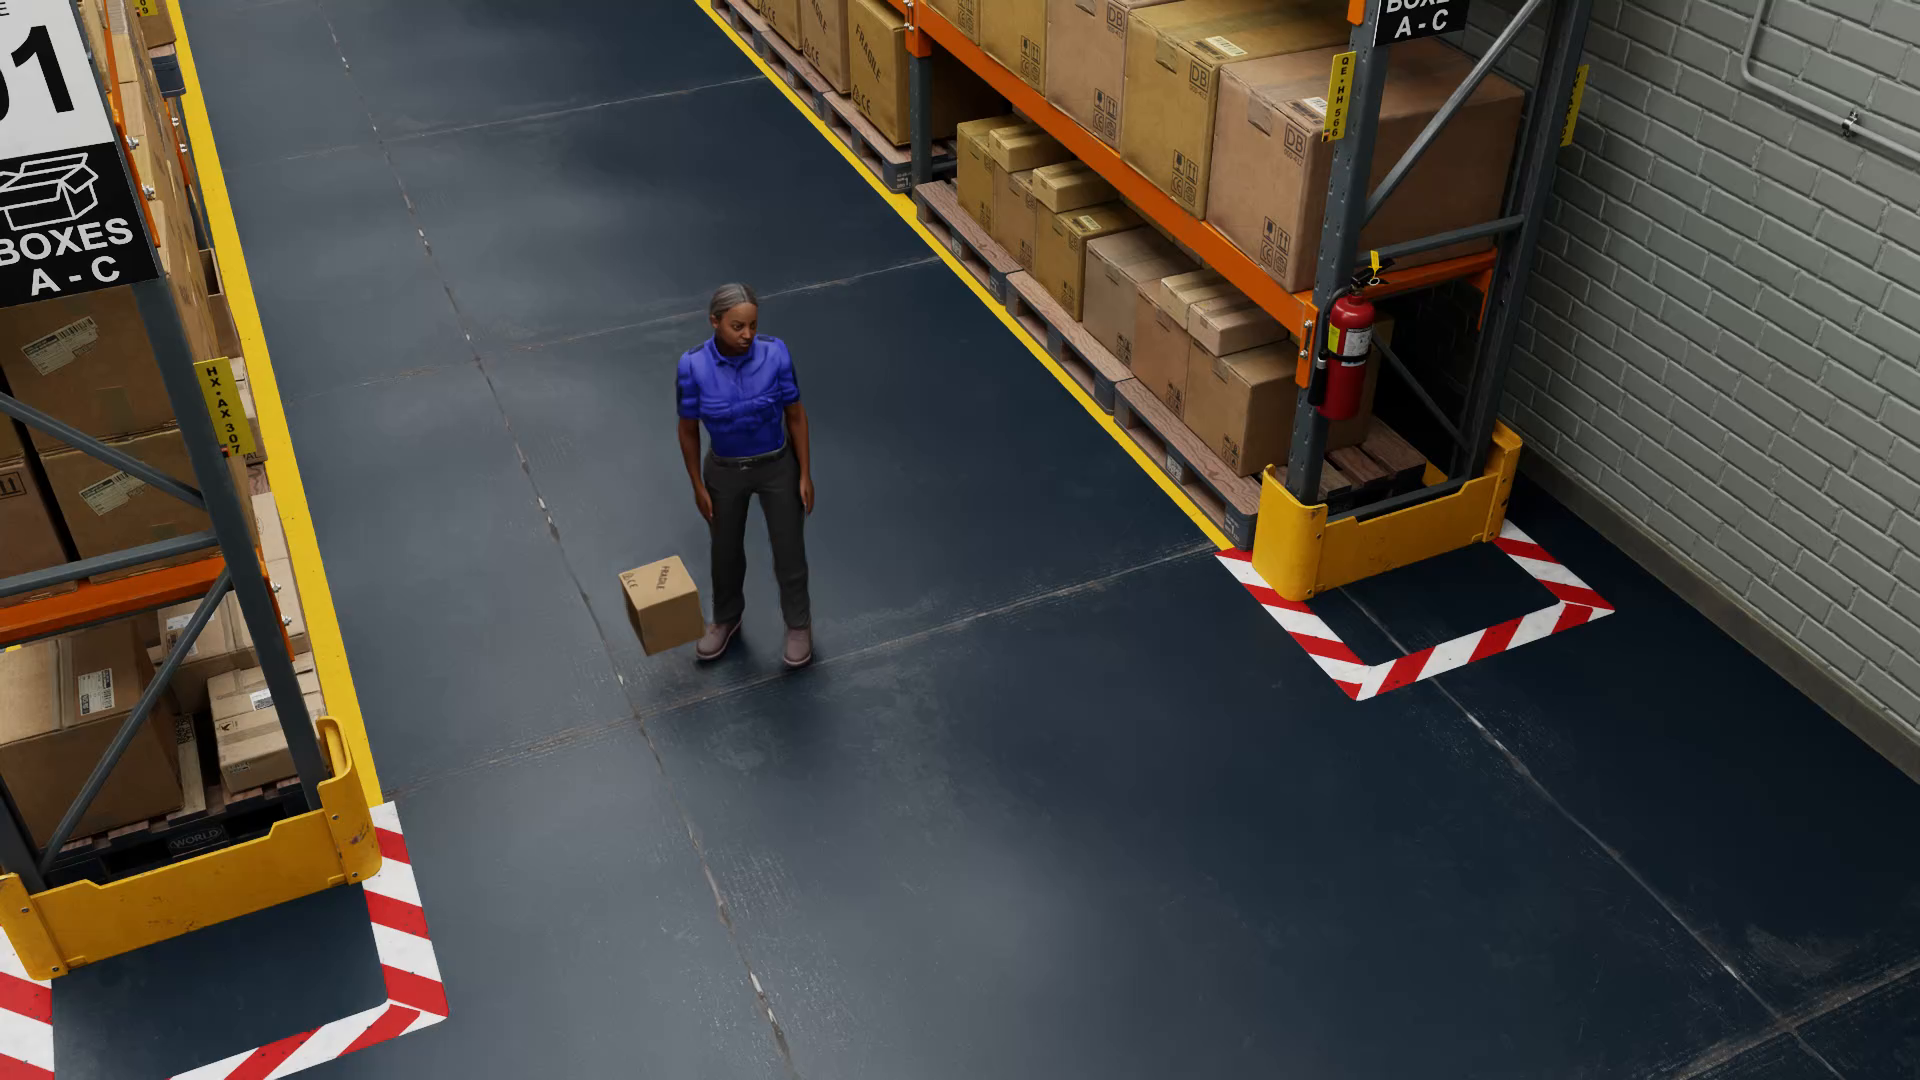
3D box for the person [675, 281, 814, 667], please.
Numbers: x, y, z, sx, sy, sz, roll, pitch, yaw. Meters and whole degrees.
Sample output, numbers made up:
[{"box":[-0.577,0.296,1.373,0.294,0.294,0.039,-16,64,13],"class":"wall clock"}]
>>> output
[{"box":[-0.833,-0.221,6.403,0.531,1.667,0.402,-6,38,-7],"class":"person"}]
